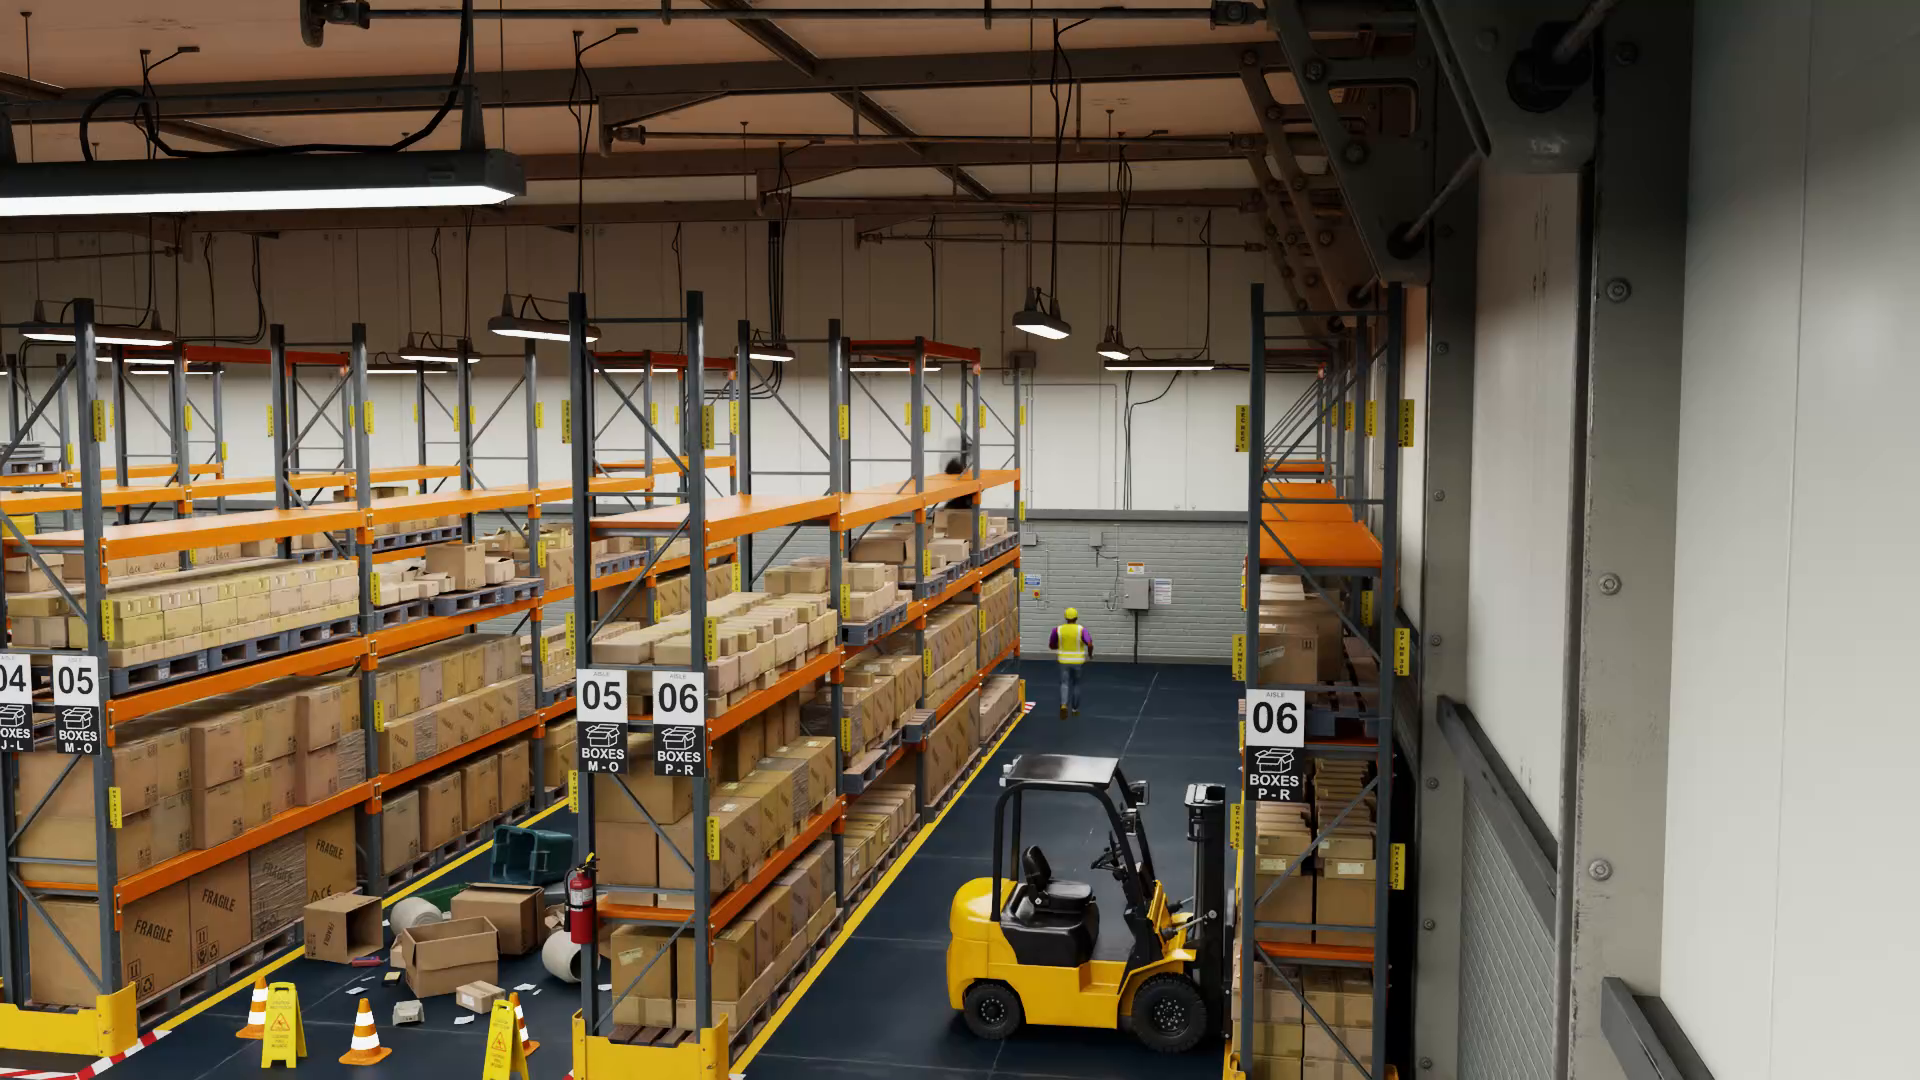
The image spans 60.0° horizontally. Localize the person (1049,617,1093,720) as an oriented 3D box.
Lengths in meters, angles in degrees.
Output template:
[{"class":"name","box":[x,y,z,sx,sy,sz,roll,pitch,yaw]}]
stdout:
[{"class":"person","box":[1.748,1.936,26.000,0.714,1.721,0.789,1,5,12]}]
